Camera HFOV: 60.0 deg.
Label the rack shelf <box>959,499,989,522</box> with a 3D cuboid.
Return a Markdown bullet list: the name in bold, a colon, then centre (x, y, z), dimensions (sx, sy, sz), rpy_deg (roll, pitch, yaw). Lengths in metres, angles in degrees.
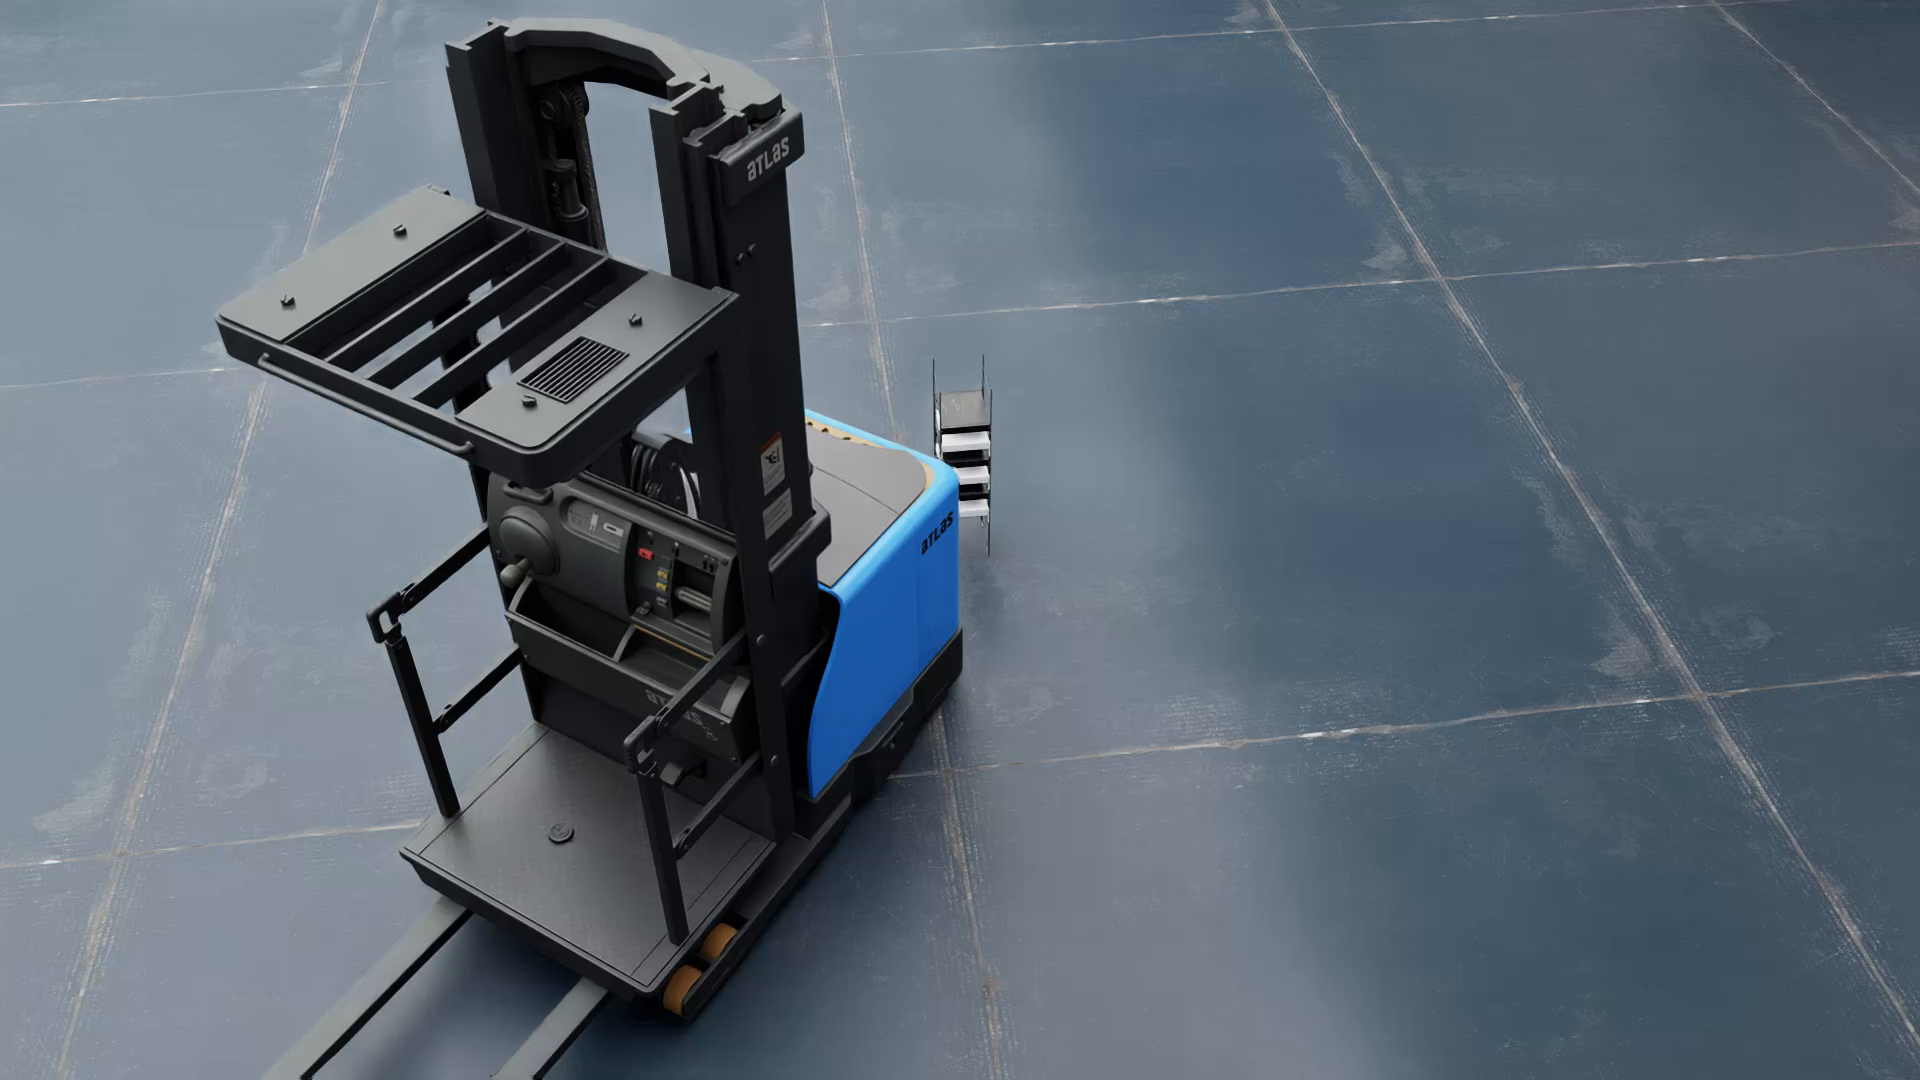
- **rack shelf**: centre (0.008, -0.176, 7.092), dimensions (0.200, 0.077, 0.258), rpy_deg (-5, 42, -6)

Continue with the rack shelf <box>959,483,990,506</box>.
- **rack shelf**: centre (0.008, -0.243, 7.032), dimensions (0.200, 0.077, 0.258), rpy_deg (-5, 42, -6)

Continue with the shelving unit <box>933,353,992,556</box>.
- **shelving unit**: centre (0.008, -0.335, 6.949), dimensions (0.210, 0.900, 0.258), rpy_deg (-5, 42, -6)

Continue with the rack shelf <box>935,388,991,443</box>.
- **rack shelf**: centre (0.008, -0.511, 6.791), dimensions (0.200, 0.077, 0.258), rpy_deg (-5, 42, -6)

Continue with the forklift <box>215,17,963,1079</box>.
- **forklift**: centre (-1.181, 0.126, 4.922), dimensions (1.130, 2.935, 3.031), rpy_deg (22, 46, 23)

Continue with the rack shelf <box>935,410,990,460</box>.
- **rack shelf**: centre (0.008, -0.444, 6.851), dimensions (0.200, 0.077, 0.258), rpy_deg (-5, 42, -6)

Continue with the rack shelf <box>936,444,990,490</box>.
- **rack shelf**: centre (0.008, -0.310, 6.972), dimensions (0.200, 0.077, 0.258), rpy_deg (-5, 42, -6)

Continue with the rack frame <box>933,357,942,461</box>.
- **rack frame**: centre (-0.093, -0.326, 6.940), dimensions (0.006, 0.900, 0.240), rpy_deg (-5, 42, -6)

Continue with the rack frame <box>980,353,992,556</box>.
- **rack frame**: centre (0.109, -0.344, 6.959), dimensions (0.006, 0.900, 0.240), rpy_deg (-5, 42, -6)

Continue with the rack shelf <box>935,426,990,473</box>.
- **rack shelf**: centre (0.008, -0.377, 6.911), dimensions (0.200, 0.077, 0.258), rpy_deg (-5, 42, -6)
